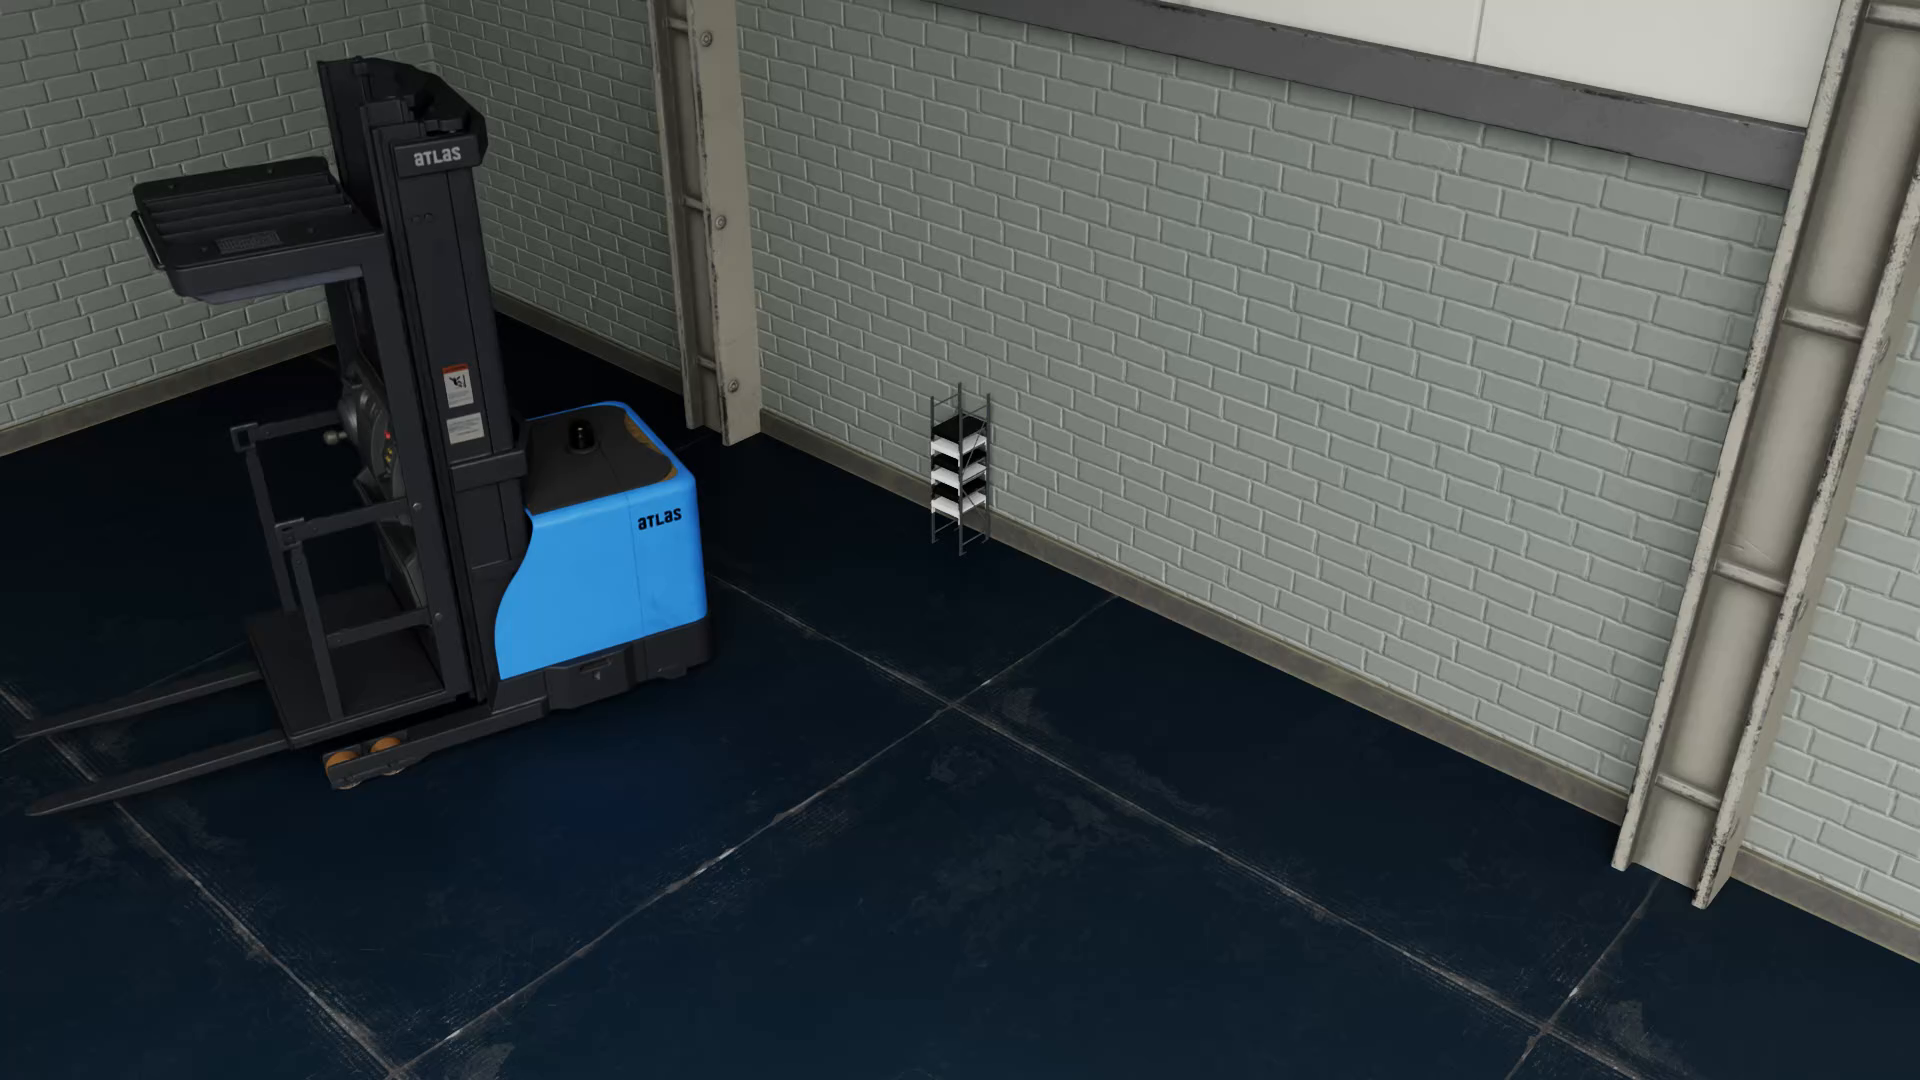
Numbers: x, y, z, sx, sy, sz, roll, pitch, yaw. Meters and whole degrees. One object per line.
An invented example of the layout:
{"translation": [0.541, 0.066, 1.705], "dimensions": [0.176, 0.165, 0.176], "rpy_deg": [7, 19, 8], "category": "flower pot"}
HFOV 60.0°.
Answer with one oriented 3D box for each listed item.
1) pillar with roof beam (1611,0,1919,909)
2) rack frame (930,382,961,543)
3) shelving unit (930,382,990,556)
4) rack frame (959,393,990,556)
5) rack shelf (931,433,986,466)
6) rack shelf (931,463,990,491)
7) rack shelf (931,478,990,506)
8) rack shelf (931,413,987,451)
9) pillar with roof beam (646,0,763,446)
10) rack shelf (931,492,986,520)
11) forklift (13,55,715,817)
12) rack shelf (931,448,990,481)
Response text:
{"translation": [0.090, -0.833, 1.909], "dimensions": [0.400, 9.000, 9.100], "rpy_deg": [25, 39, 35], "category": "pillar with roof beam"}
{"translation": [-0.074, -0.414, 9.065], "dimensions": [0.006, 0.900, 0.240], "rpy_deg": [25, 39, 35], "category": "rack frame"}
{"translation": [0.002, -0.379, 9.007], "dimensions": [0.210, 0.900, 0.258], "rpy_deg": [25, 39, 35], "category": "shelving unit"}
{"translation": [0.078, -0.344, 8.949], "dimensions": [0.006, 0.900, 0.240], "rpy_deg": [25, 39, 35], "category": "rack frame"}
{"translation": [0.002, -0.505, 8.931], "dimensions": [0.200, 0.077, 0.258], "rpy_deg": [25, 39, 35], "category": "rack shelf"}
{"translation": [0.002, -0.350, 9.024], "dimensions": [0.200, 0.077, 0.258], "rpy_deg": [25, 39, 35], "category": "rack shelf"}
{"translation": [0.002, -0.273, 9.070], "dimensions": [0.200, 0.077, 0.258], "rpy_deg": [25, 39, 35], "category": "rack shelf"}
{"translation": [0.002, -0.582, 8.885], "dimensions": [0.200, 0.077, 0.258], "rpy_deg": [25, 39, 35], "category": "rack shelf"}
{"translation": [-4.358, -2.910, 5.358], "dimensions": [0.400, 9.000, 9.100], "rpy_deg": [25, 39, 35], "category": "pillar with roof beam"}
{"translation": [0.002, -0.196, 9.117], "dimensions": [0.200, 0.077, 0.258], "rpy_deg": [25, 39, 35], "category": "rack shelf"}
{"translation": [-2.743, -0.459, 7.171], "dimensions": [3.031, 2.935, 1.130], "rpy_deg": [-17, 35, -26], "category": "forklift"}
{"translation": [0.002, -0.427, 8.978], "dimensions": [0.200, 0.077, 0.258], "rpy_deg": [25, 39, 35], "category": "rack shelf"}
